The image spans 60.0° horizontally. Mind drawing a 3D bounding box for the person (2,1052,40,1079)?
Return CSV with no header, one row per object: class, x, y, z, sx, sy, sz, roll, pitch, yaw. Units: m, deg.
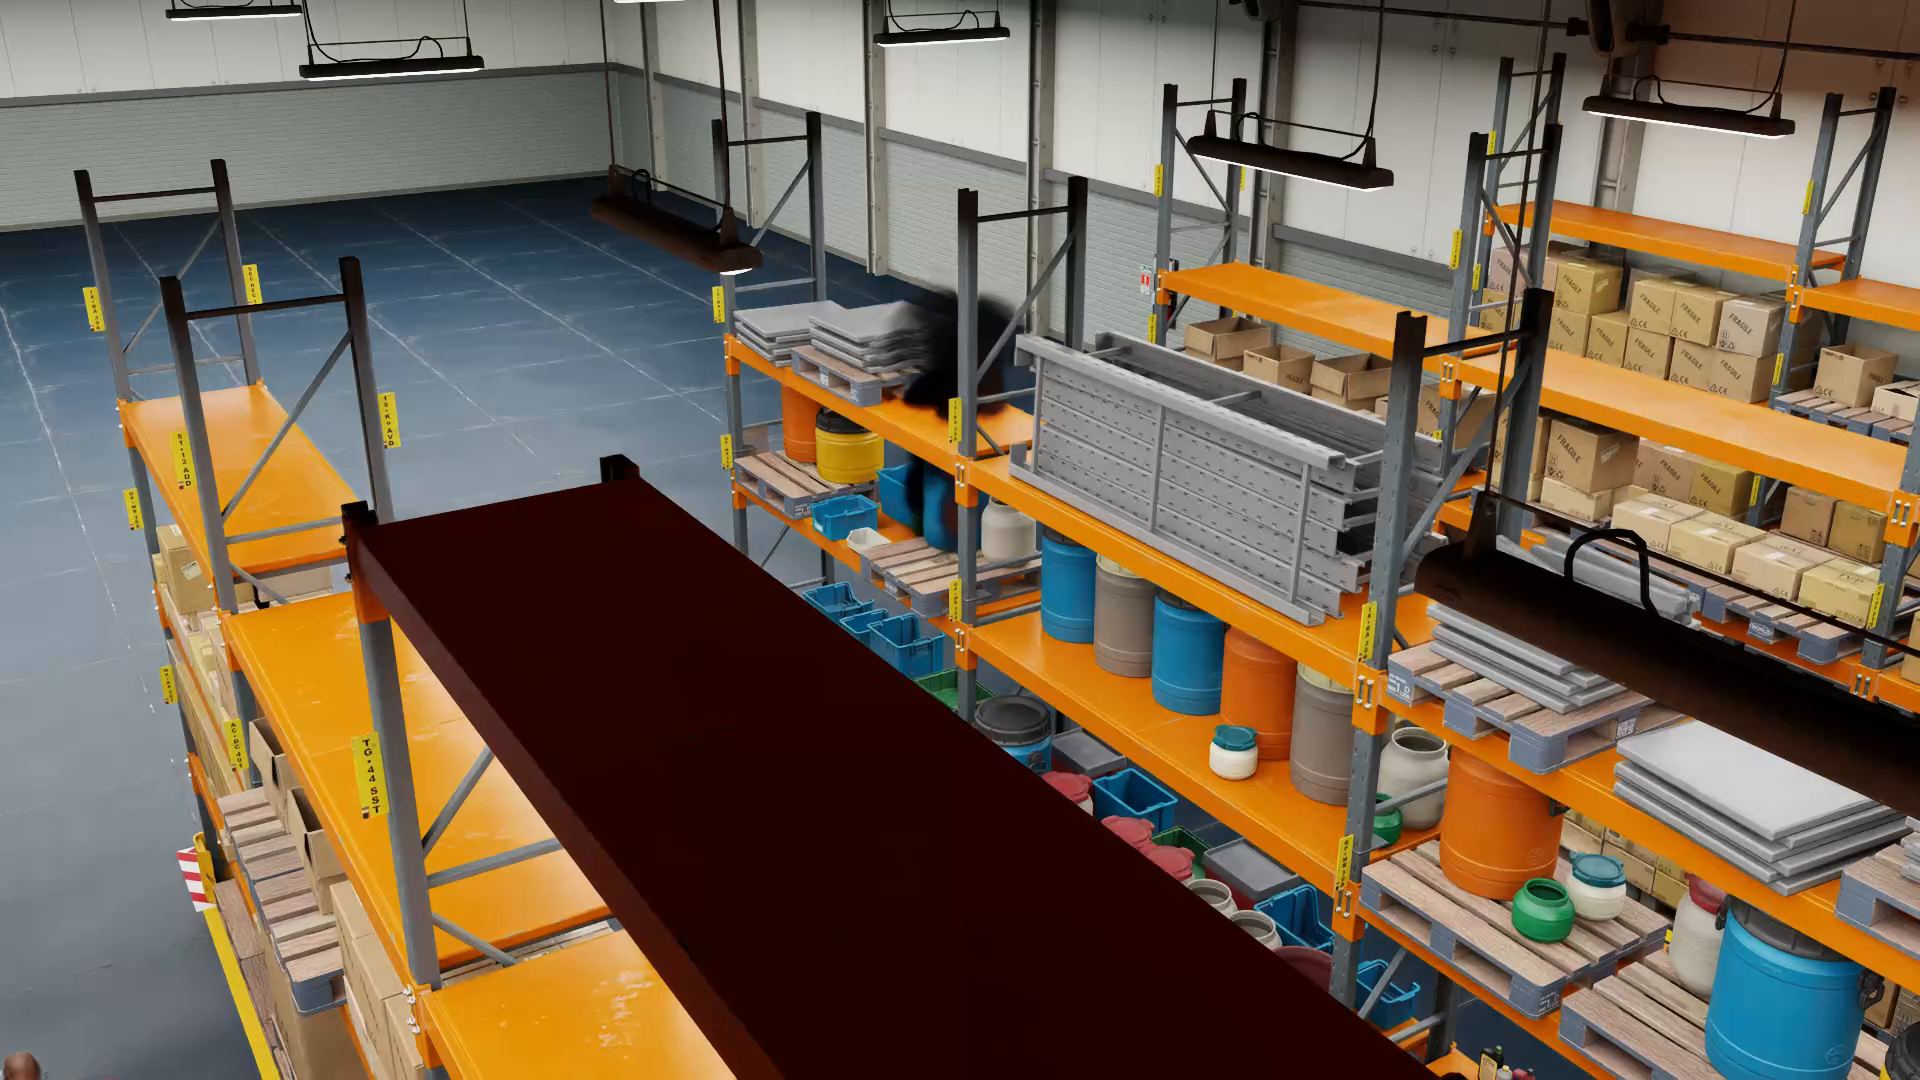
person,-5.296,3.757,9.764,0.674,1.676,0.708,-13,25,-29
